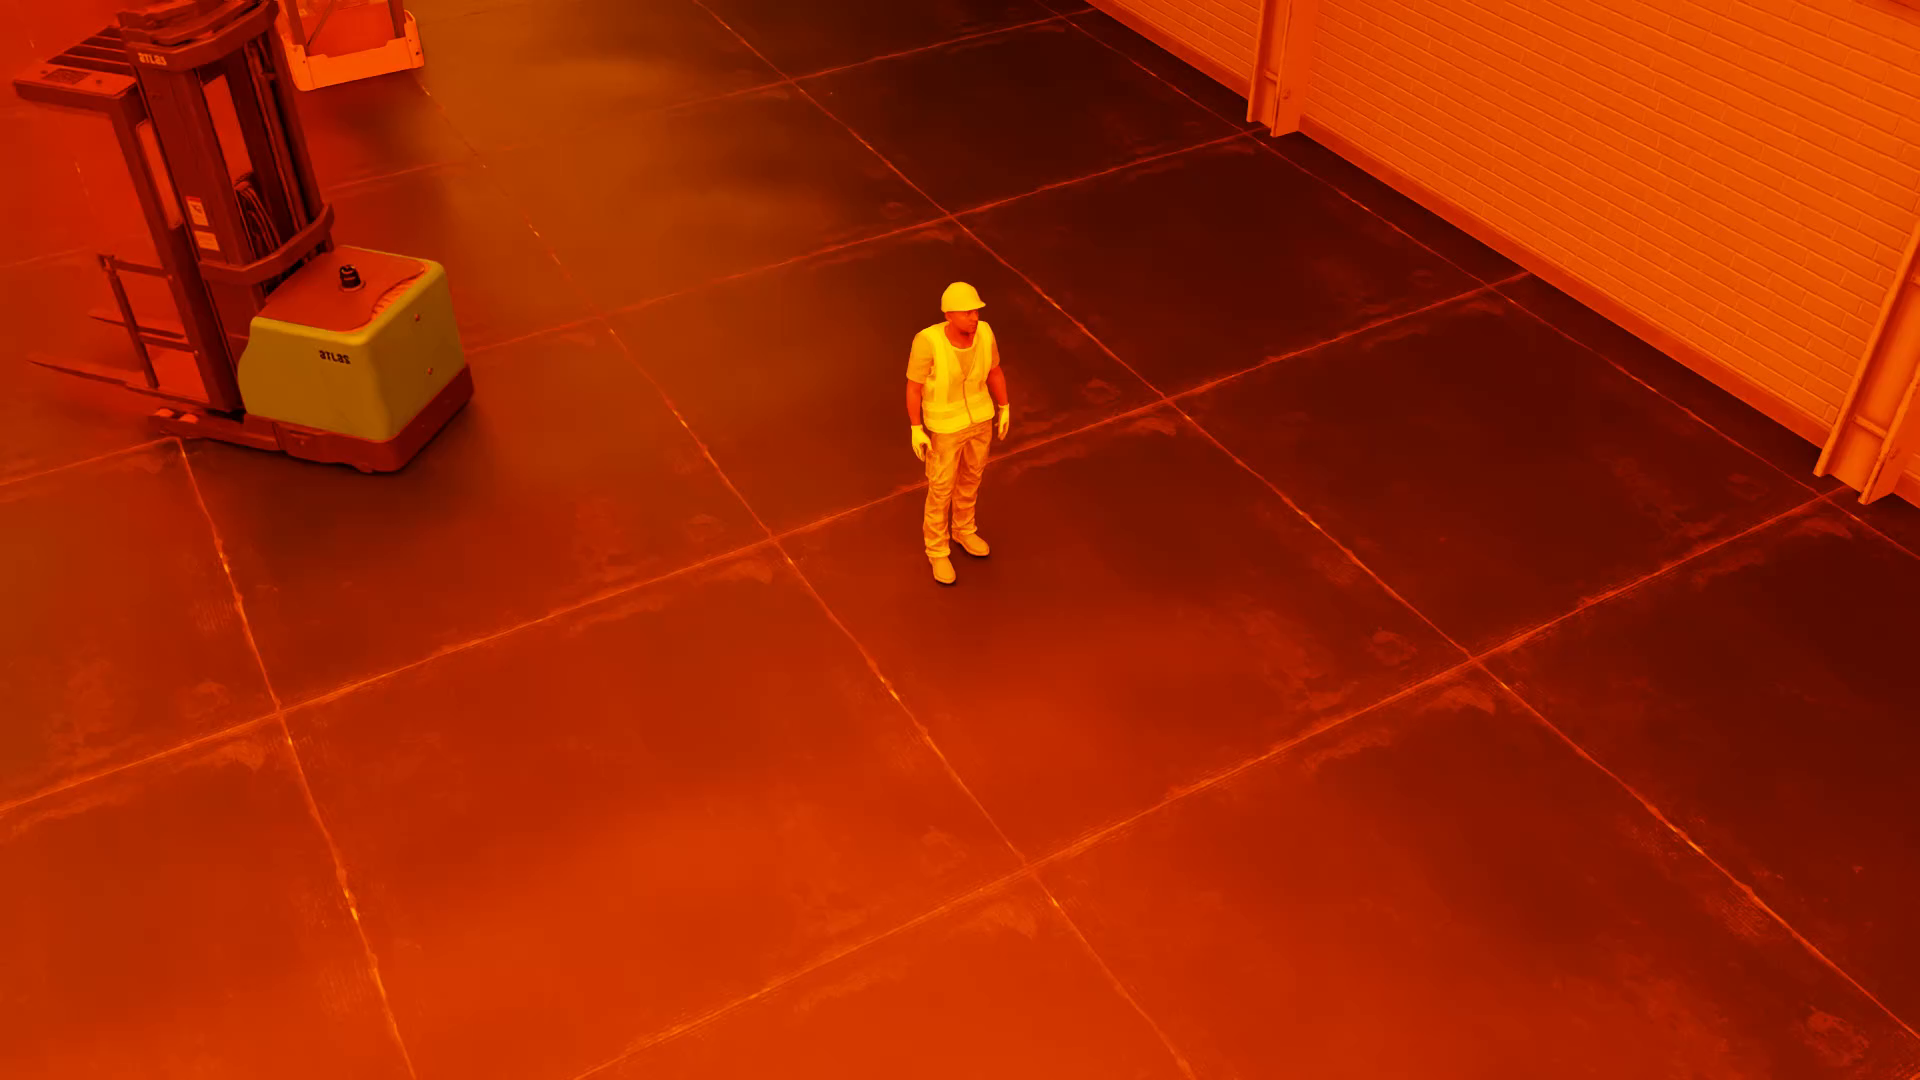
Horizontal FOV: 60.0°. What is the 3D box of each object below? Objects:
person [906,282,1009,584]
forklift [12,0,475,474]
[{"bbox_3d":[0.028,-0.649,9.707,0.656,1.782,0.576,-20,44,-23],"label":"person"},{"bbox_3d":[-4.918,-2.113,10.583,3.031,2.935,1.130,12,41,14],"label":"forklift"}]
